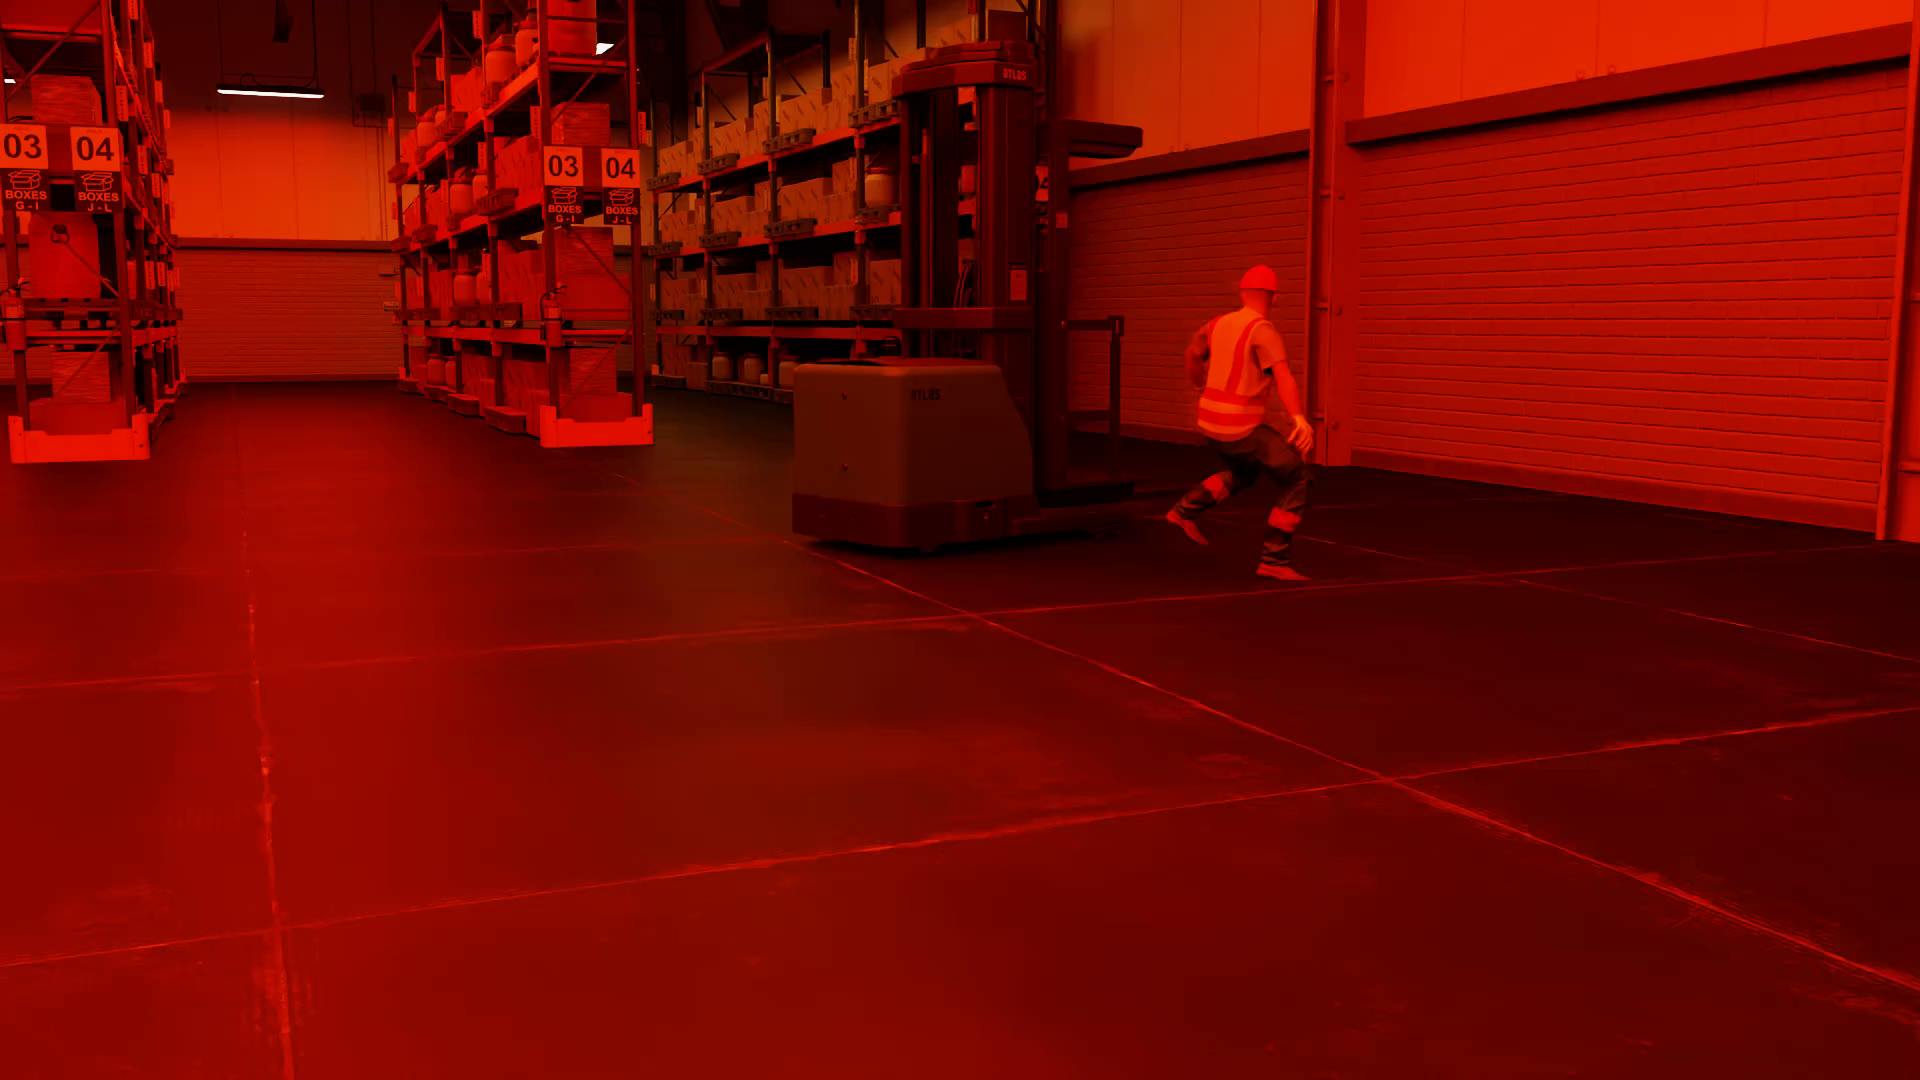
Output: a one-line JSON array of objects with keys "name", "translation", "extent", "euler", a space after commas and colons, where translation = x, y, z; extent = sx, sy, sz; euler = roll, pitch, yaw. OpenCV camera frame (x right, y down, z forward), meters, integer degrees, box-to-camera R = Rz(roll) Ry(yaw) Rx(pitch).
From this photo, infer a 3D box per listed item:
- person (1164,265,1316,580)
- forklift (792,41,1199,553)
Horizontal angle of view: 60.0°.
[{"name": "person", "translation": [1.534, -0.614, 8.769], "extent": [0.505, 1.654, 1.158], "euler": [-3, 8, -20]}, {"name": "forklift", "translation": [0.436, -1.512, 10.412], "extent": [3.031, 2.935, 1.130], "euler": [-7, 10, -41]}]
